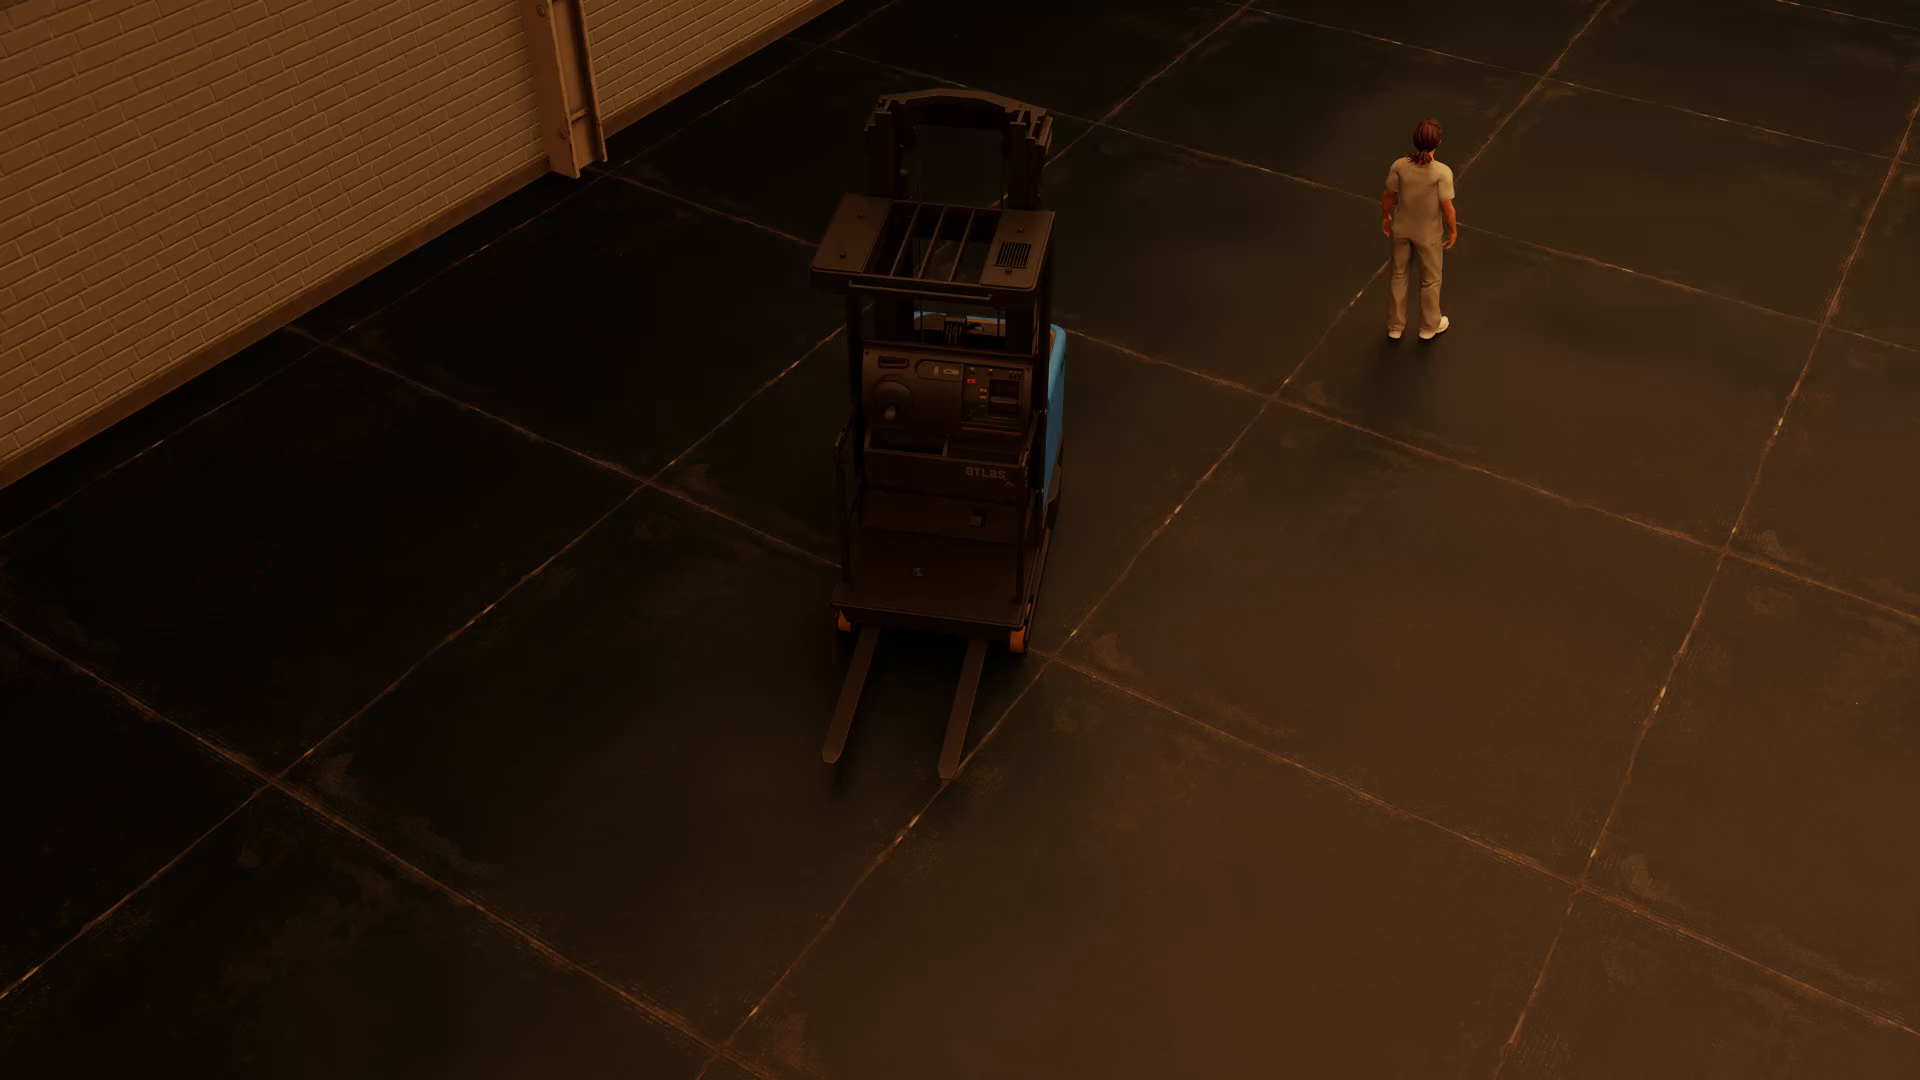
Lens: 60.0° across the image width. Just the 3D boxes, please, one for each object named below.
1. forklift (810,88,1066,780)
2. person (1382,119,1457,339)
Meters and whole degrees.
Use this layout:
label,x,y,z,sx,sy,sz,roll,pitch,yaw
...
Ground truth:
label,x,y,z,sx,sy,sz,roll,pitch,yaw
forklift,-0.108,-0.731,8.830,1.130,2.935,3.031,7,41,8
person,3.178,-2.152,11.466,0.549,1.674,0.548,23,45,25
